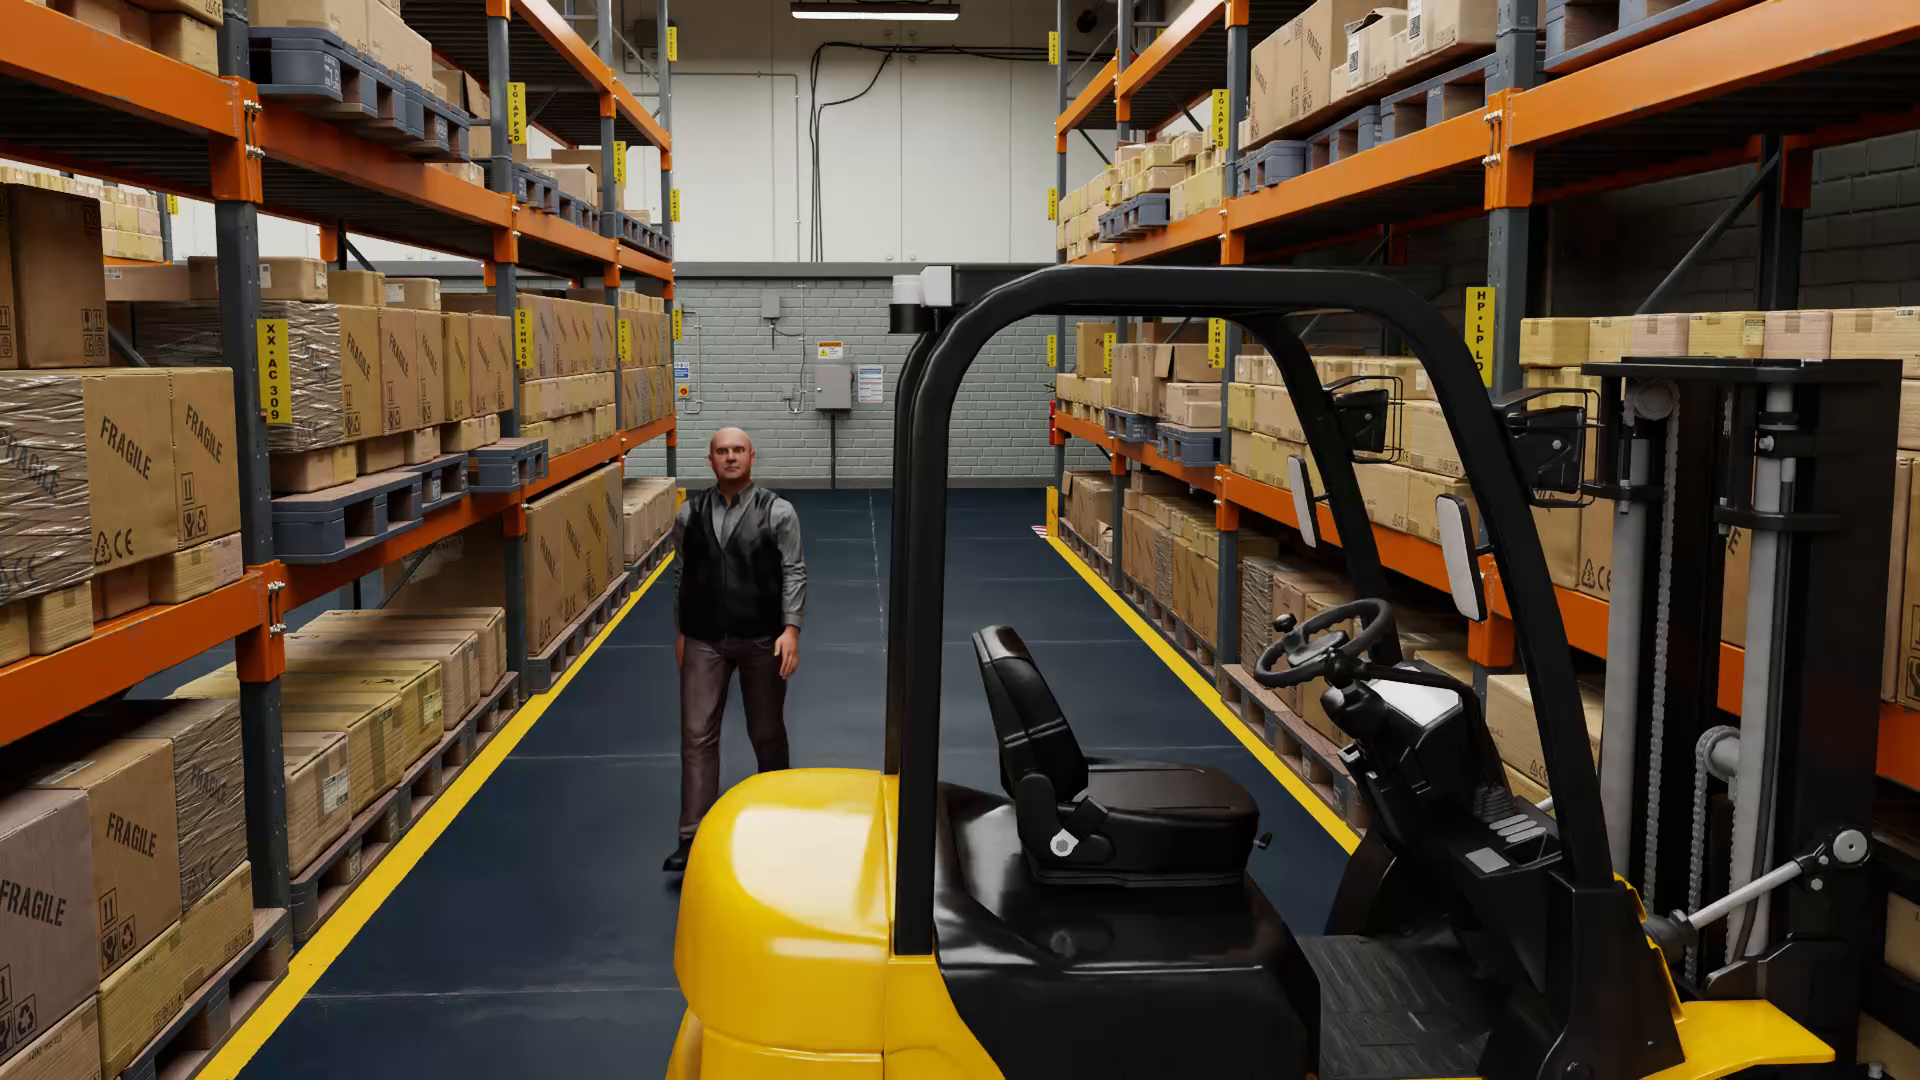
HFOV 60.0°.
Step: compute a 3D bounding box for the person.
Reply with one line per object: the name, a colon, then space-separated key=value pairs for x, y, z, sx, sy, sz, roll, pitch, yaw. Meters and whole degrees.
person: x=-0.887 y=0.400 z=6.547 sx=0.565 sy=1.677 sz=1.001 roll=0 pitch=7 yaw=4
